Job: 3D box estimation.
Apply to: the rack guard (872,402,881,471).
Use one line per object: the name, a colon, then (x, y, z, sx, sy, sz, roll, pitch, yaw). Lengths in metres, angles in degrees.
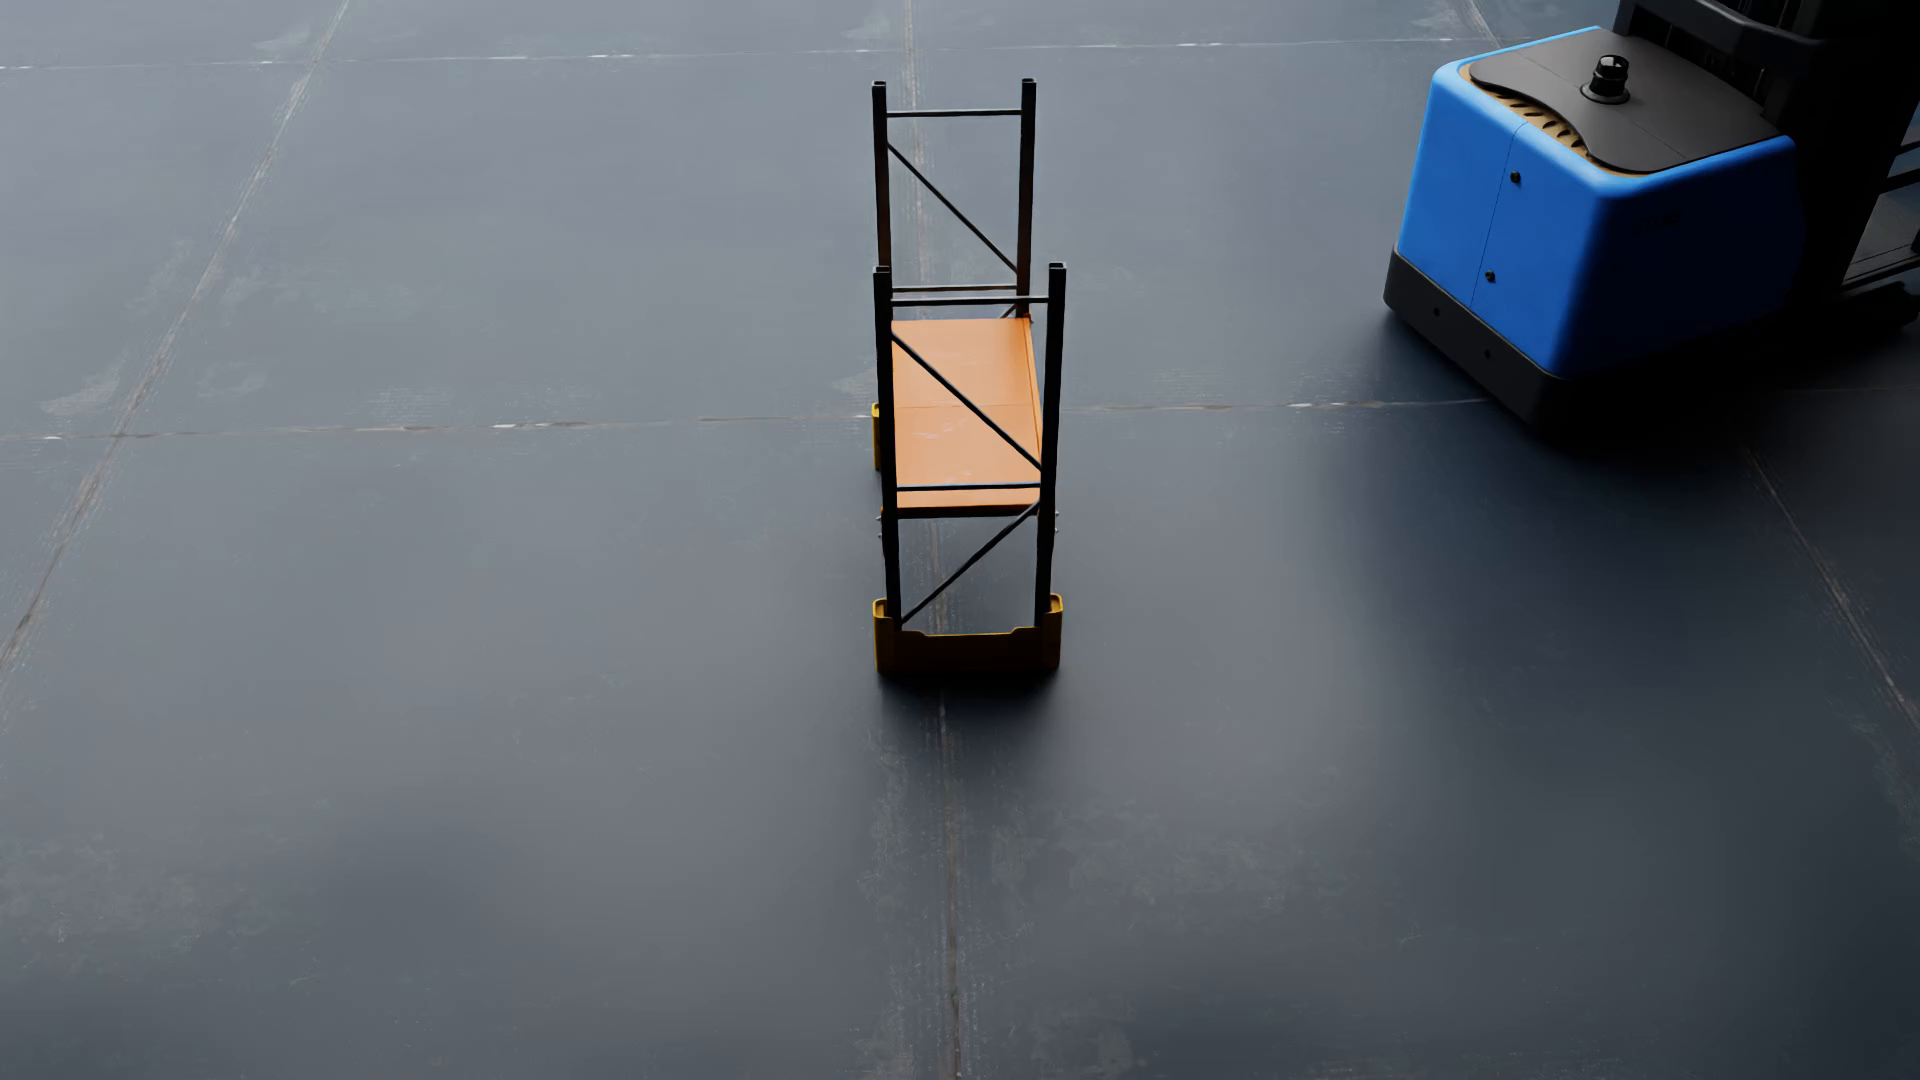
rack guard: (-0.018, -0.377, 5.976, 0.587, 0.250, 0.087, -2, 43, -2)

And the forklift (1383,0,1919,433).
forklift: (3.260, -2.160, 5.937, 3.031, 2.935, 1.130, -18, 46, -19)

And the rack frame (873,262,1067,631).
rack frame: (0.025, -0.152, 4.806, 0.500, 1.500, 0.032, -2, 43, -2)

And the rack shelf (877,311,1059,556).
rack shelf: (0.004, -0.363, 5.302, 0.538, 0.185, 1.000, -2, 43, -2)

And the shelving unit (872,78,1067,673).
shelving unit: (0.003, -0.501, 5.187, 0.587, 1.500, 1.083, -2, 43, -2)

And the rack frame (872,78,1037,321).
rack frame: (-0.018, -0.838, 5.555, 0.500, 1.500, 0.032, -2, 43, -2)

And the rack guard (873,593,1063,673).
rack guard: (0.024, 0.296, 5.243, 0.587, 0.250, 0.087, -2, 43, -2)
